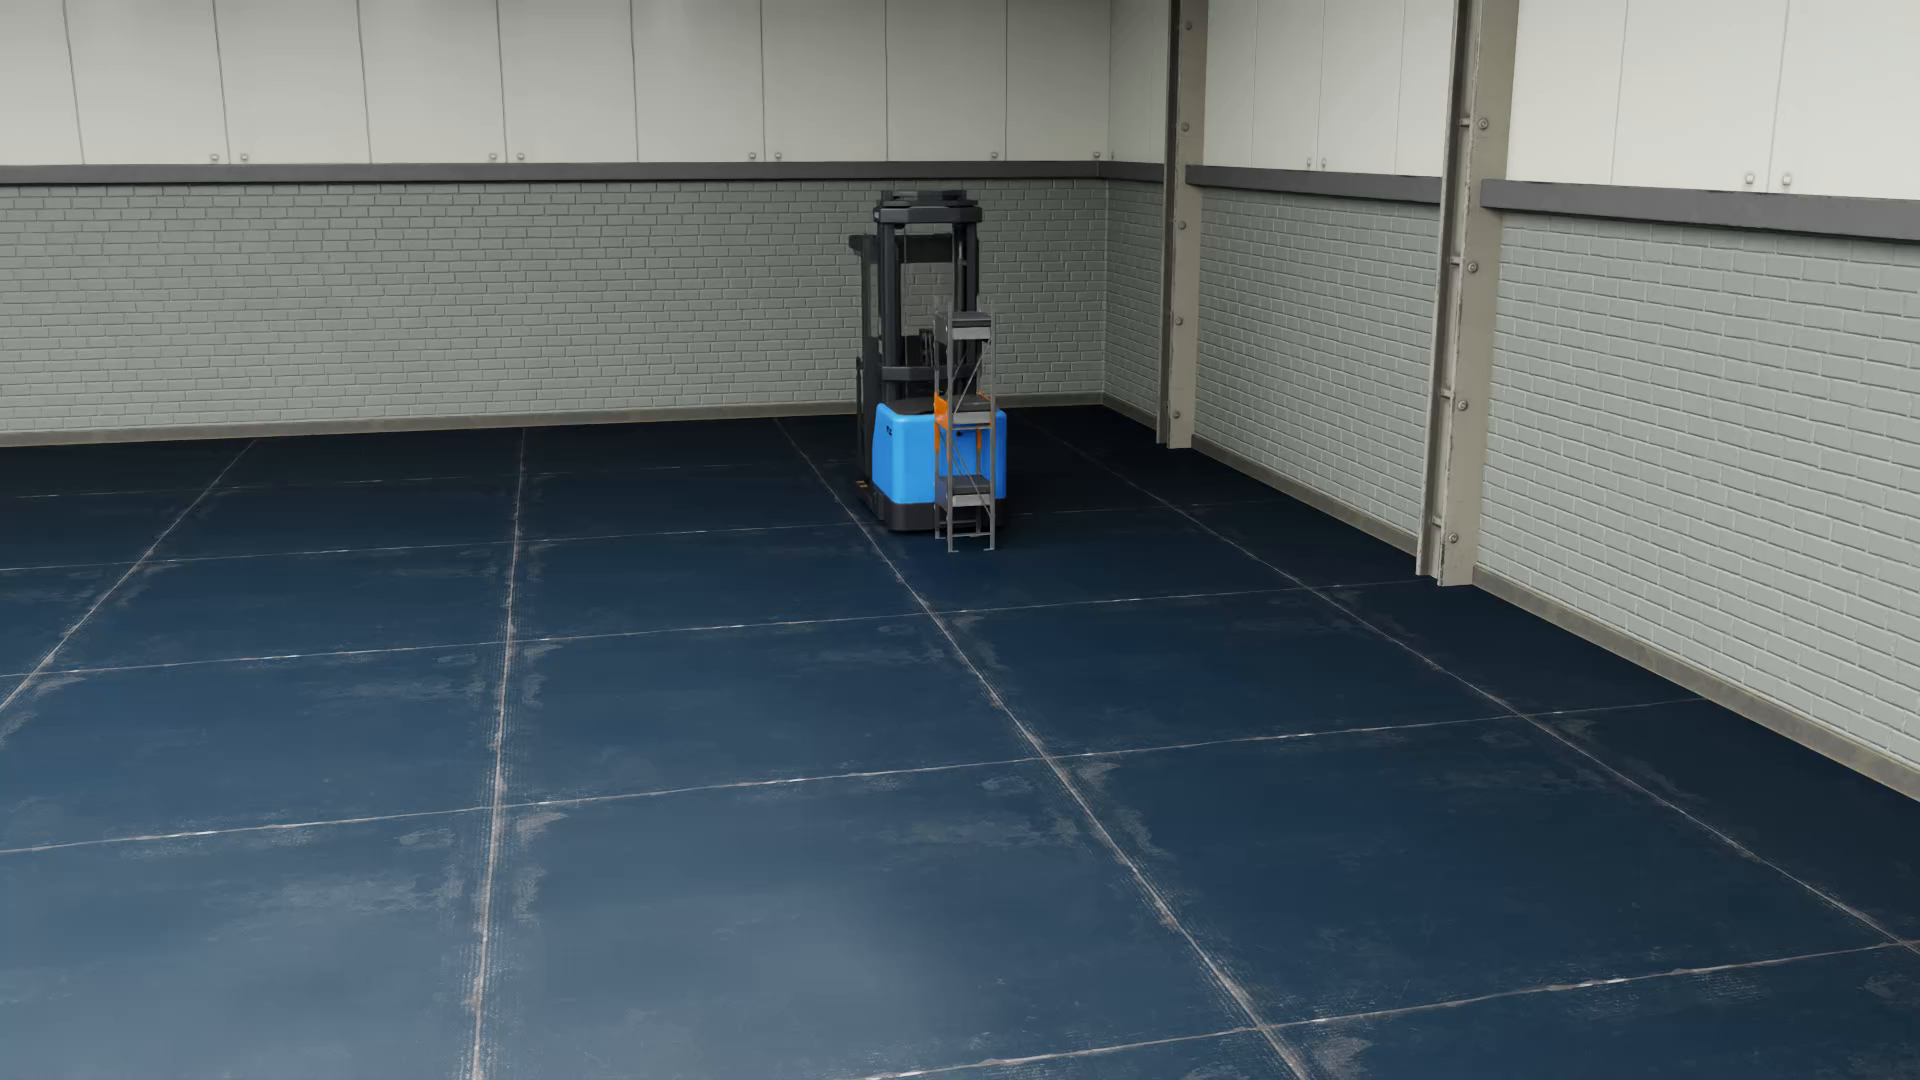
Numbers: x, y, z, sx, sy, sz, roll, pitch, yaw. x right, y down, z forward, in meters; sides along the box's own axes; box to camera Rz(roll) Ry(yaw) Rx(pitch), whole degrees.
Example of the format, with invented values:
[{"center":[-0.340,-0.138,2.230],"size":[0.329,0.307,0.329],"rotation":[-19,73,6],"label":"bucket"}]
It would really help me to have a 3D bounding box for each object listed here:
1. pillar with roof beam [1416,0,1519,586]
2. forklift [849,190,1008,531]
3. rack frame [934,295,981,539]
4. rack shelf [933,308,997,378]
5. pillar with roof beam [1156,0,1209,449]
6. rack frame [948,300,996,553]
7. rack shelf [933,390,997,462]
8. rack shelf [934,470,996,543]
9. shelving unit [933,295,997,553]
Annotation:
[{"center":[-0.340,-3.825,11.124],"size":[9.100,9.000,0.400],"rotation":[-3,14,-13],"label":"pillar with roof beam"},{"center":[-0.421,-1.804,15.635],"size":[1.130,2.935,3.031],"rotation":[-3,14,-13],"label":"forklift"},{"center":[-0.018,-1.038,14.252],"size":[0.400,2.100,0.015],"rotation":[-3,14,-13],"label":"rack frame"},{"center":[0.039,-1.649,13.859],"size":[0.431,0.518,0.480],"rotation":[-3,14,-13],"label":"rack shelf"},{"center":[-1.749,-5.210,16.790],"size":[9.100,9.000,0.400],"rotation":[-3,14,-13],"label":"pillar with roof beam"},{"center":[0.096,-0.926,13.791],"size":[0.400,2.100,0.015],"rotation":[-3,14,-13],"label":"rack frame"},{"center":[0.039,-0.969,14.025],"size":[0.431,0.518,0.480],"rotation":[-3,14,-13],"label":"rack shelf"},{"center":[0.039,-0.289,14.191],"size":[0.431,0.518,0.480],"rotation":[-3,14,-13],"label":"rack shelf"},{"center":[0.039,-0.982,14.022],"size":[0.431,2.100,0.503],"rotation":[-3,14,-13],"label":"shelving unit"}]
